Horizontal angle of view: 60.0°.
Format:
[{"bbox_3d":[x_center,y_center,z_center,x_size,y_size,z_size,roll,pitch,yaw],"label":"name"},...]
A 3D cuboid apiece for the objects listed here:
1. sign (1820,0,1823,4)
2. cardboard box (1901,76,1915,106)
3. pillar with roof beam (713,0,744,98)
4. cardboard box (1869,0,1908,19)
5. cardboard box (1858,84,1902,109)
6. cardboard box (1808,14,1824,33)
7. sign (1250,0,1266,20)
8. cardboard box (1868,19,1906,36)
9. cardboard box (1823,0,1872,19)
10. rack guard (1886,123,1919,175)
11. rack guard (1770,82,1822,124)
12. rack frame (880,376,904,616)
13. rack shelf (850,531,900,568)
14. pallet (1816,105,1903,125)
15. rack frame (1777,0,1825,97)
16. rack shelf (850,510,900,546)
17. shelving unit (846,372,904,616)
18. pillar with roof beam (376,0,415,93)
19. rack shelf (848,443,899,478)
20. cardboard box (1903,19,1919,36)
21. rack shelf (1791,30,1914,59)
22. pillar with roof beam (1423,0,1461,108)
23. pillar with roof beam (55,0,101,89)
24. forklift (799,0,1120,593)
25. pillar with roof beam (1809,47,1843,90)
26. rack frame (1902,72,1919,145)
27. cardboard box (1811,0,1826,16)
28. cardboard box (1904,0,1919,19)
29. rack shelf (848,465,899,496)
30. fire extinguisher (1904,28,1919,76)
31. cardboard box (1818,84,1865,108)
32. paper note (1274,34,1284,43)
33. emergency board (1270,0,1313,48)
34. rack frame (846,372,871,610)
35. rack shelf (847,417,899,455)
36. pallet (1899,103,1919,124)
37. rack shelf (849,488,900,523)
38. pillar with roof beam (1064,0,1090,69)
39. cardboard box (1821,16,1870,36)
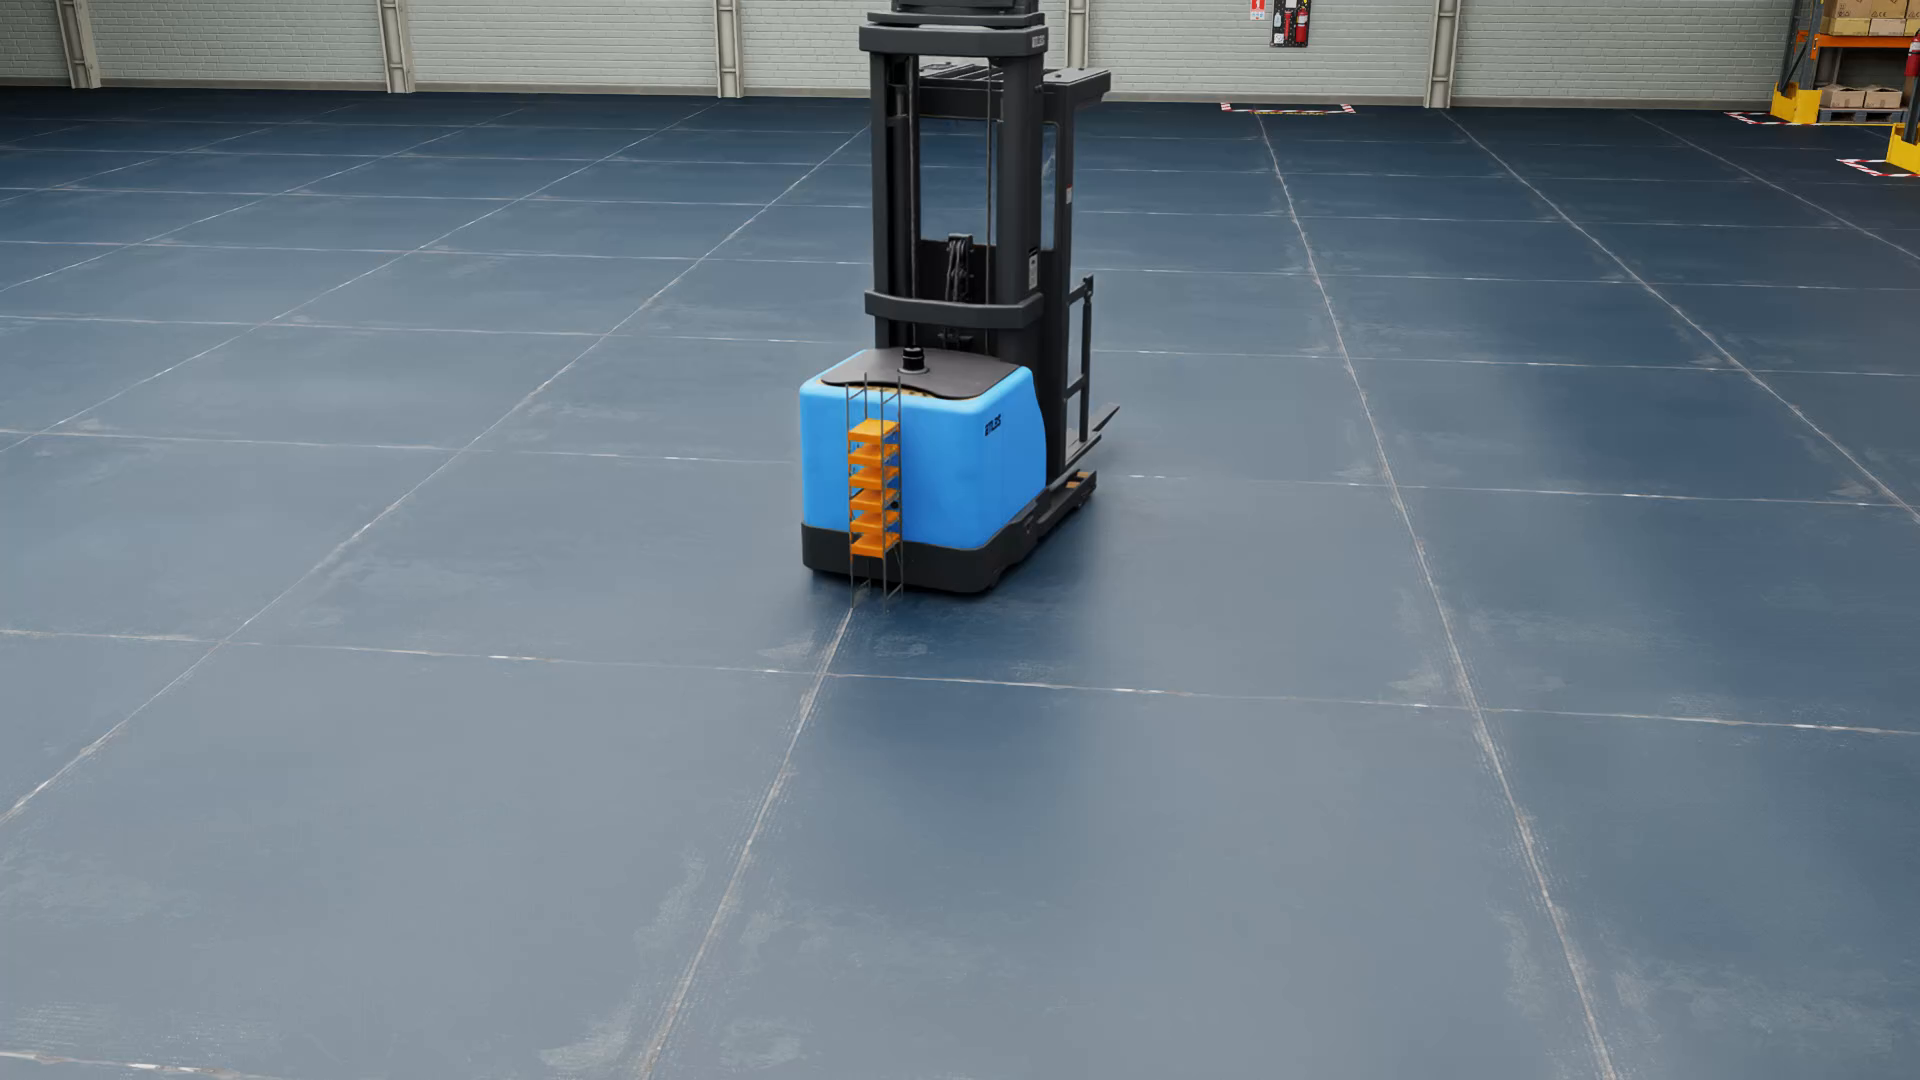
[{"bbox_3d":[13.024,-8.263,25.083,0.005,0.325,0.100,2,22,6],"label":"sign"},{"bbox_3d":[15.053,-6.963,25.774,0.500,0.500,0.700,1,22,3],"label":"cardboard box"},{"bbox_3d":[-4.497,-10.341,23.357,0.400,9.000,9.100,2,22,6],"label":"pillar with roof beam"},{"bbox_3d":[14.016,-8.191,25.236,0.500,0.500,0.500,3,22,6],"label":"cardboard box"},{"bbox_3d":[14.330,-6.925,25.936,0.500,0.311,0.500,4,22,11],"label":"cardboard box"},{"bbox_3d":[13.575,-8.049,25.895,0.500,0.250,0.500,3,22,7],"label":"cardboard box"},{"bbox_3d":[4.940,-8.803,27.577,0.234,0.329,0.001,2,22,6],"label":"sign"},{"bbox_3d":[14.052,-7.844,25.377,0.500,0.250,0.500,2,22,5],"label":"cardboard box"},{"bbox_3d":[13.526,-8.216,25.300,0.500,0.500,0.500,3,22,6],"label":"cardboard box"},{"bbox_3d":[12.485,-5.088,21.630,0.348,0.500,1.175,2,22,6],"label":"rack guard"},{"bbox_3d":[13.163,-6.893,26.195,0.348,0.500,1.175,2,22,6],"label":"rack guard"},{"bbox_3d":[-0.340,-0.214,8.350,0.006,1.200,0.240,8,23,19],"label":"rack frame"},{"bbox_3d":[-0.425,0.038,8.485,0.180,0.103,0.258,8,23,19],"label":"rack shelf"},{"bbox_3d":[13.966,-6.710,26.126,1.213,0.211,1.003,2,22,6],"label":"pallet"},{"bbox_3d":[13.088,-8.059,25.743,0.127,3.000,1.000,2,22,6],"label":"rack frame"},{"bbox_3d":[-0.425,-0.073,8.441,0.180,0.103,0.258,8,23,19],"label":"rack shelf"},{"bbox_3d":[-0.425,-0.226,8.380,0.189,1.200,0.258,8,23,19],"label":"shelving unit"},{"bbox_3d":[-10.455,-10.601,24.014,0.400,9.000,9.100,2,22,6],"label":"pillar with roof beam"},{"bbox_3d":[-0.425,-0.408,8.308,0.180,0.103,0.258,8,23,19],"label":"rack shelf"},{"bbox_3d":[14.557,-7.820,25.316,0.500,0.250,0.500,2,22,5],"label":"cardboard box"},{"bbox_3d":[15.074,-7.637,25.657,4.000,0.370,1.077,2,22,6],"label":"rack shelf"},{"bbox_3d":[7.420,-9.822,22.044,0.400,9.000,9.100,2,22,6],"label":"pillar with roof beam"},{"bbox_3d":[-16.413,-10.860,24.670,0.400,9.000,9.100,2,22,6],"label":"pillar with roof beam"},{"bbox_3d":[0.182,-1.599,9.498,1.130,2.935,3.031,9,23,21],"label":"forklift"},{"bbox_3d":[13.378,-9.562,21.387,0.400,9.000,9.100,2,22,6],"label":"pillar with roof beam"},{"bbox_3d":[12.508,-6.250,21.168,0.127,3.000,1.000,2,22,6],"label":"rack frame"},{"bbox_3d":[13.581,-8.404,25.774,0.500,0.500,0.500,2,22,6],"label":"cardboard box"},{"bbox_3d":[14.528,-8.167,25.174,0.500,0.500,0.500,2,22,5],"label":"cardboard box"},{"bbox_3d":[-0.425,-0.297,8.353,0.180,0.103,0.258,8,23,19],"label":"rack shelf"},{"bbox_3d":[12.446,-6.388,21.624,0.183,0.674,0.296,2,22,6],"label":"fire extinguisher"},{"bbox_3d":[13.764,-6.950,25.998,0.500,0.311,0.500,0,22,0],"label":"cardboard box"},{"bbox_3d":[5.309,-8.348,27.673,0.142,0.148,0.016,2,22,6],"label":"paper note"},{"bbox_3d":[5.477,-8.725,27.428,0.643,1.169,0.194,2,22,6],"label":"emergency board"},{"bbox_3d":[-0.511,-0.238,8.411,0.006,1.200,0.240,8,23,19],"label":"rack frame"},{"bbox_3d":[-0.425,-0.520,8.264,0.180,0.103,0.258,8,23,19],"label":"rack shelf"},{"bbox_3d":[15.174,-6.657,25.990,1.213,0.211,1.003,2,22,6],"label":"pallet"},{"bbox_3d":[-0.425,-0.185,8.397,0.180,0.103,0.258,8,23,19],"label":"rack shelf"},{"bbox_3d":[1.461,-10.081,22.700,0.400,9.000,9.100,2,22,6],"label":"pillar with roof beam"},{"bbox_3d":[13.535,-7.861,25.421,0.500,0.250,0.500,2,22,5],"label":"cardboard box"}]
